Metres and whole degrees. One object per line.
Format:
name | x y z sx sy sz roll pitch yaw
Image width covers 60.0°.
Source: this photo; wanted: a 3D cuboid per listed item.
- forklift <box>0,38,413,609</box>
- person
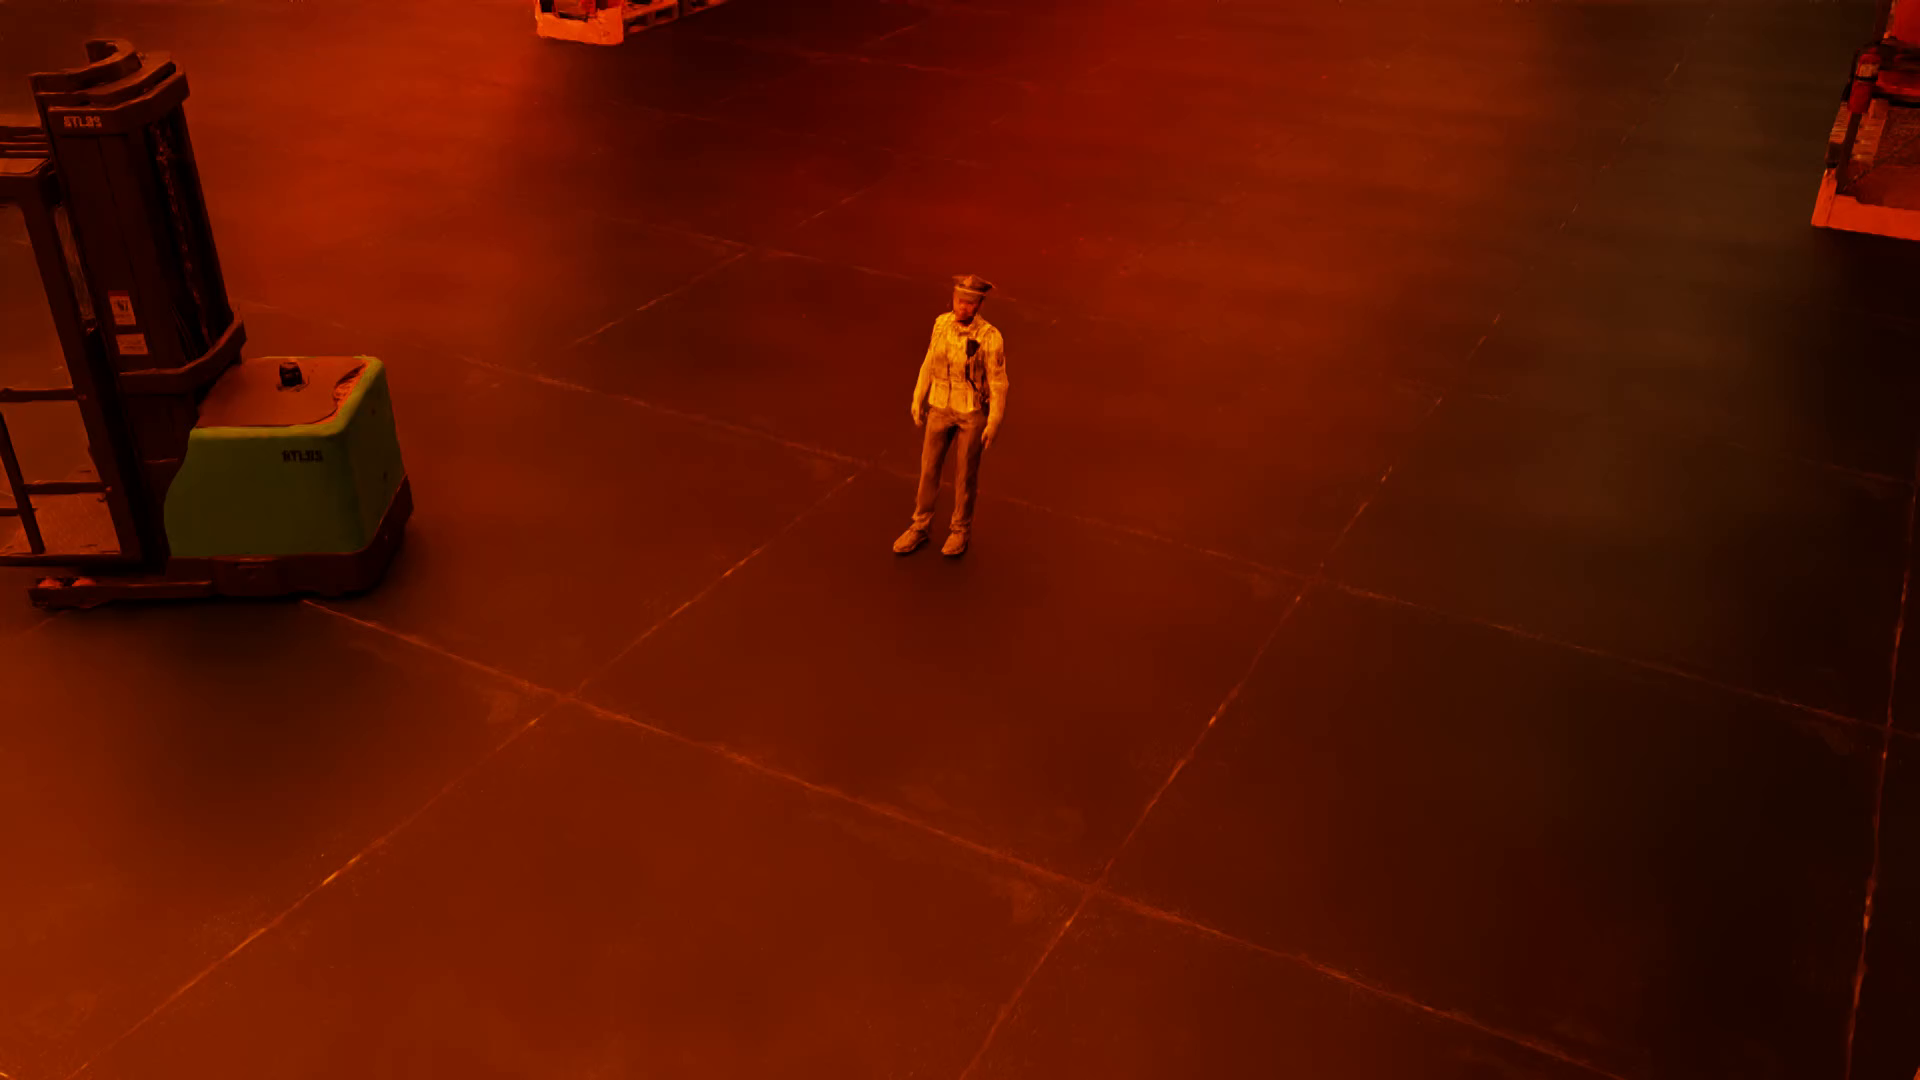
forklift | -4.845 -1.152 9.067 3.031 2.935 1.130 -1 30 -2
person | -0.039 -0.712 9.527 0.586 1.695 0.532 15 33 25
